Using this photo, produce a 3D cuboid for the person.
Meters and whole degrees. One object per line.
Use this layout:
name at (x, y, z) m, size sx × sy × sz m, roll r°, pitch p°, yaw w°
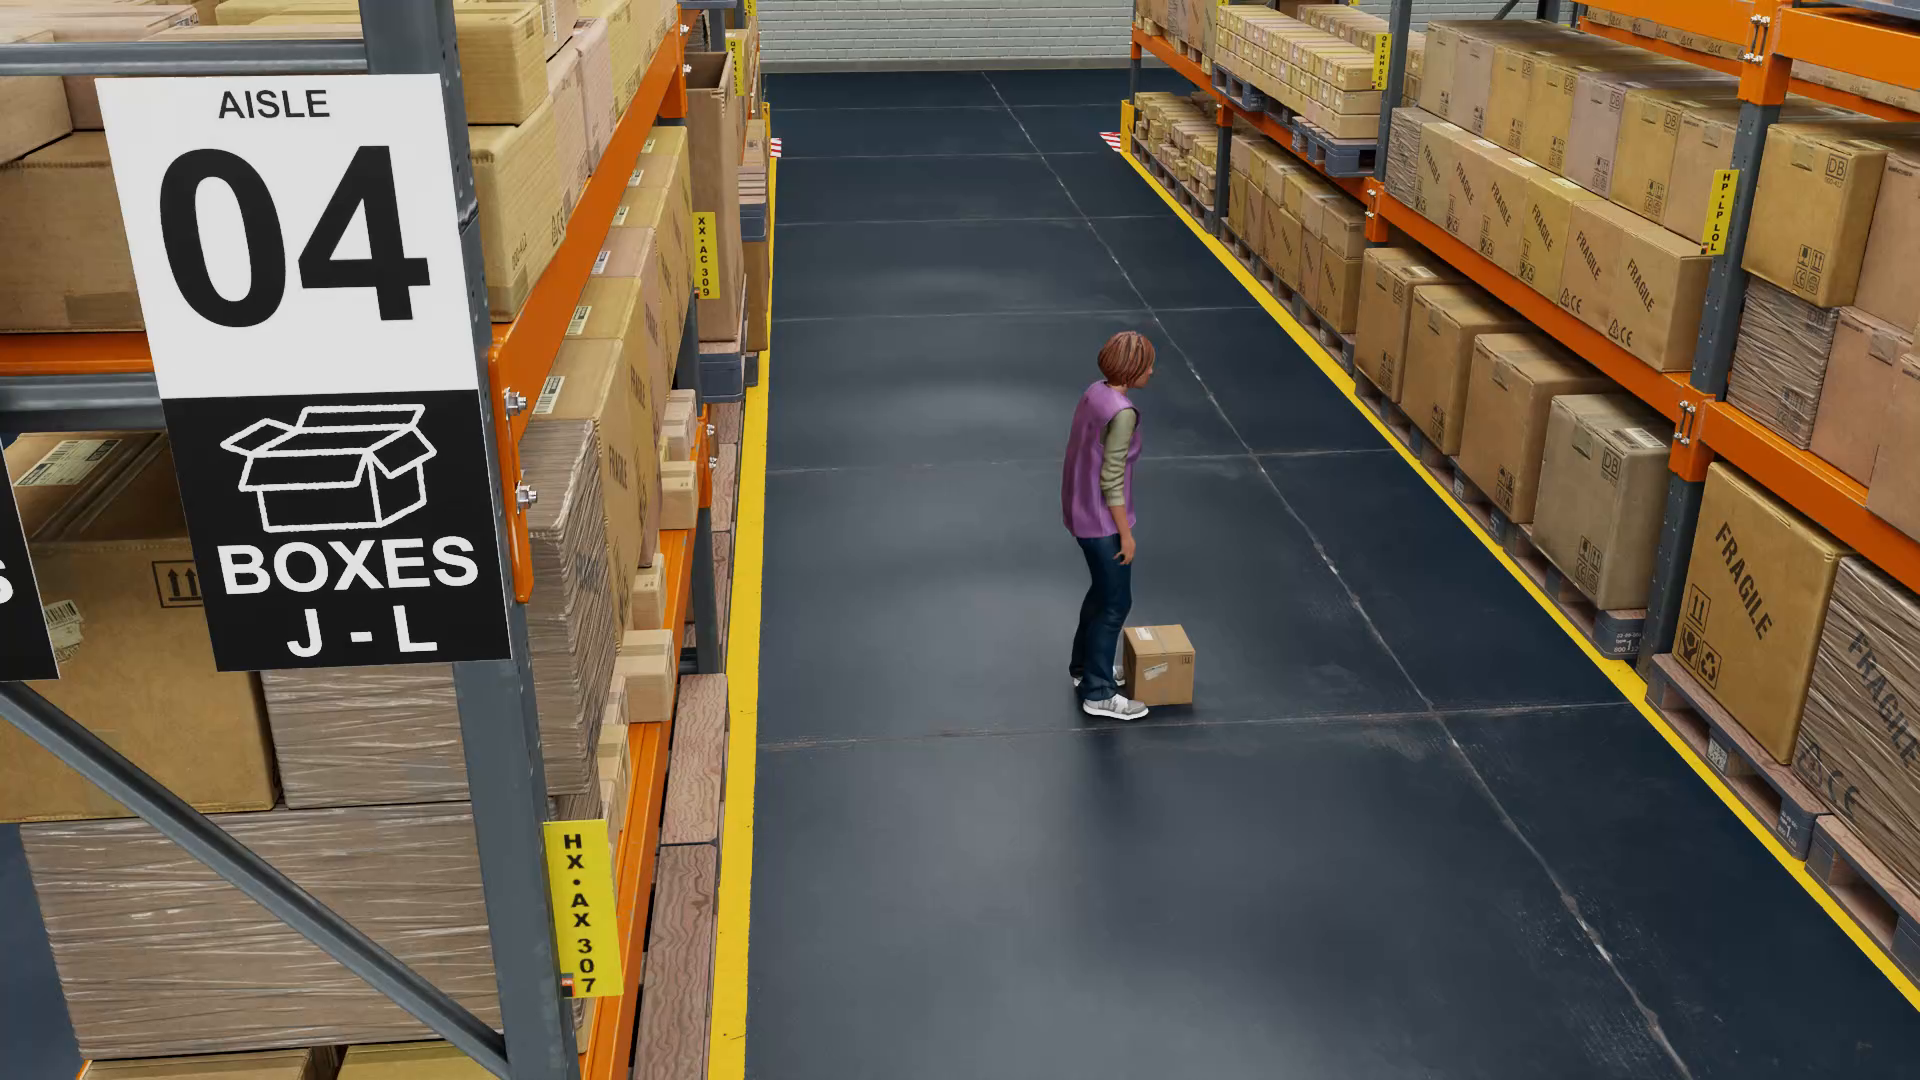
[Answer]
person at (0.596, -0.068, 6.768) m, size 0.346 × 1.593 × 0.484 m, roll -4°, pitch 24°, yaw -8°
